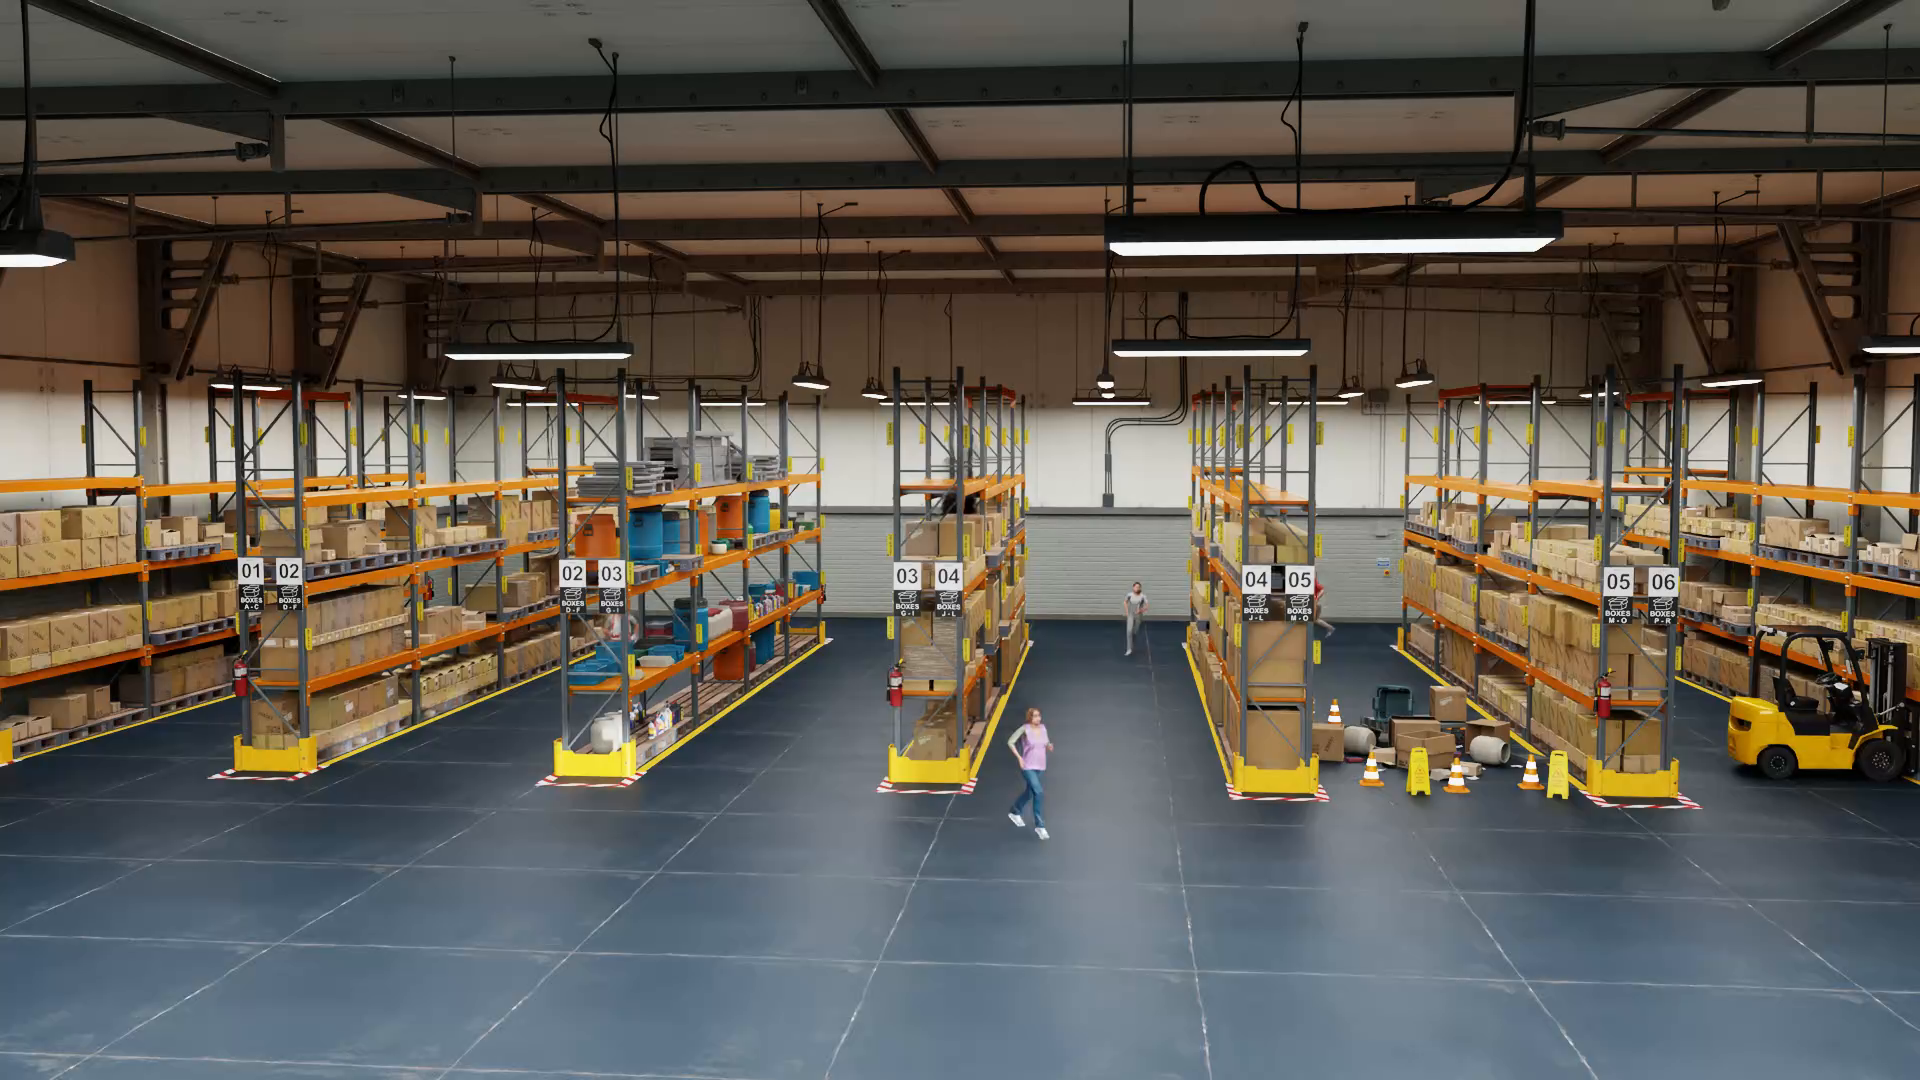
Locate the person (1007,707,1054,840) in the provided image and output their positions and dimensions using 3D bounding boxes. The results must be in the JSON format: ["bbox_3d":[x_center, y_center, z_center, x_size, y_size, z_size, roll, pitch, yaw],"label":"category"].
[{"bbox_3d":[0.906,2.903,20.948,0.516,1.637,0.765,-3,5,-41],"label":"person"}]

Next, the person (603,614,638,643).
[{"bbox_3d":[-6.694,2.068,32.807,0.666,1.768,0.957,0,4,-2],"label":"person"}]

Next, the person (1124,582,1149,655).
[{"bbox_3d":[4.090,1.795,38.550,0.583,1.657,0.914,1,4,8],"label":"person"}]

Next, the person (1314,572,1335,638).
[{"bbox_3d":[8.668,1.633,40.476,0.974,1.743,0.673,0,4,6],"label":"person"}]
